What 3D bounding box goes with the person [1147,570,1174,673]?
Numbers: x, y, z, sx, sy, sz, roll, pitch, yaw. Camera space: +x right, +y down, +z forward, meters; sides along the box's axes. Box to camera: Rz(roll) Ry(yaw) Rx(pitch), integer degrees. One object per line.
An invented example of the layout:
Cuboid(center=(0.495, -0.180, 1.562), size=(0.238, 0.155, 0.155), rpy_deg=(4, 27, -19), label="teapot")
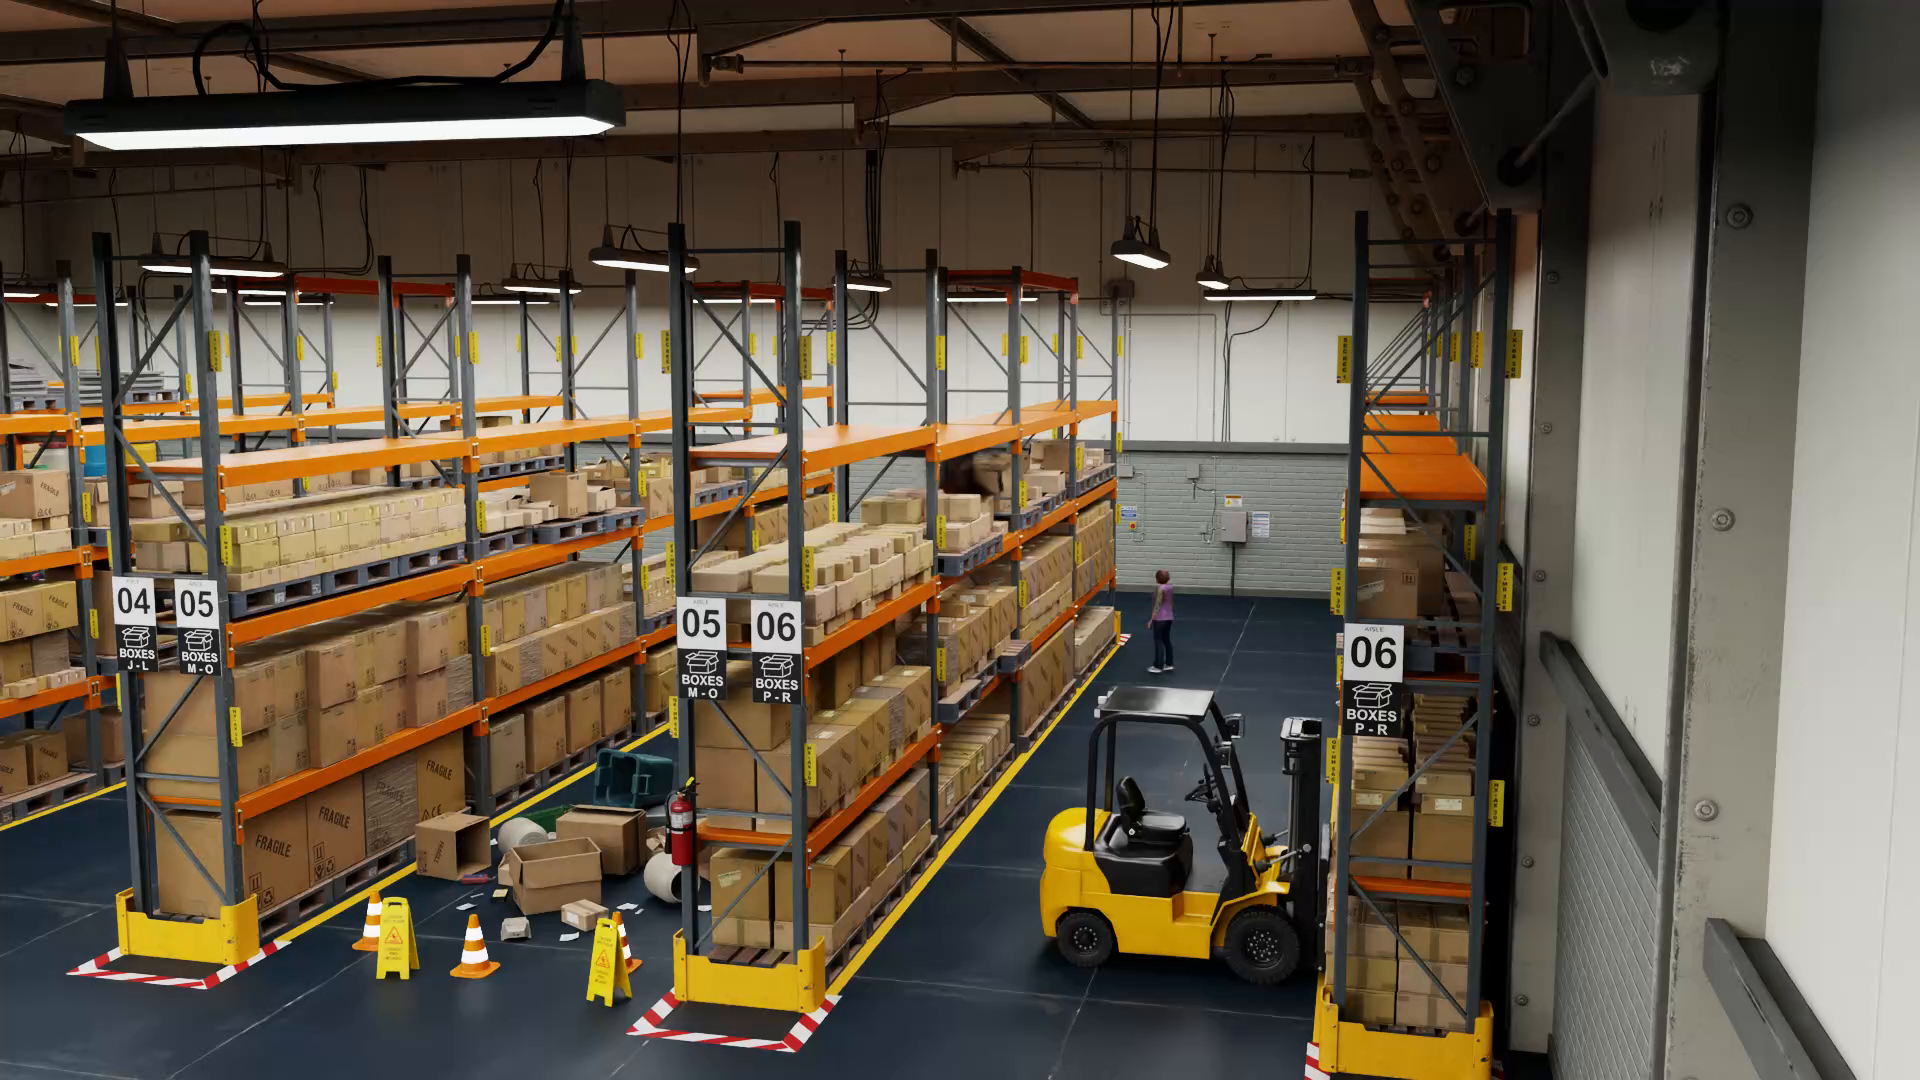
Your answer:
Cuboid(center=(3.118, 1.254, 25.696), size=(0.350, 1.617, 0.487), rpy_deg=(5, 9, 35), label="person")
